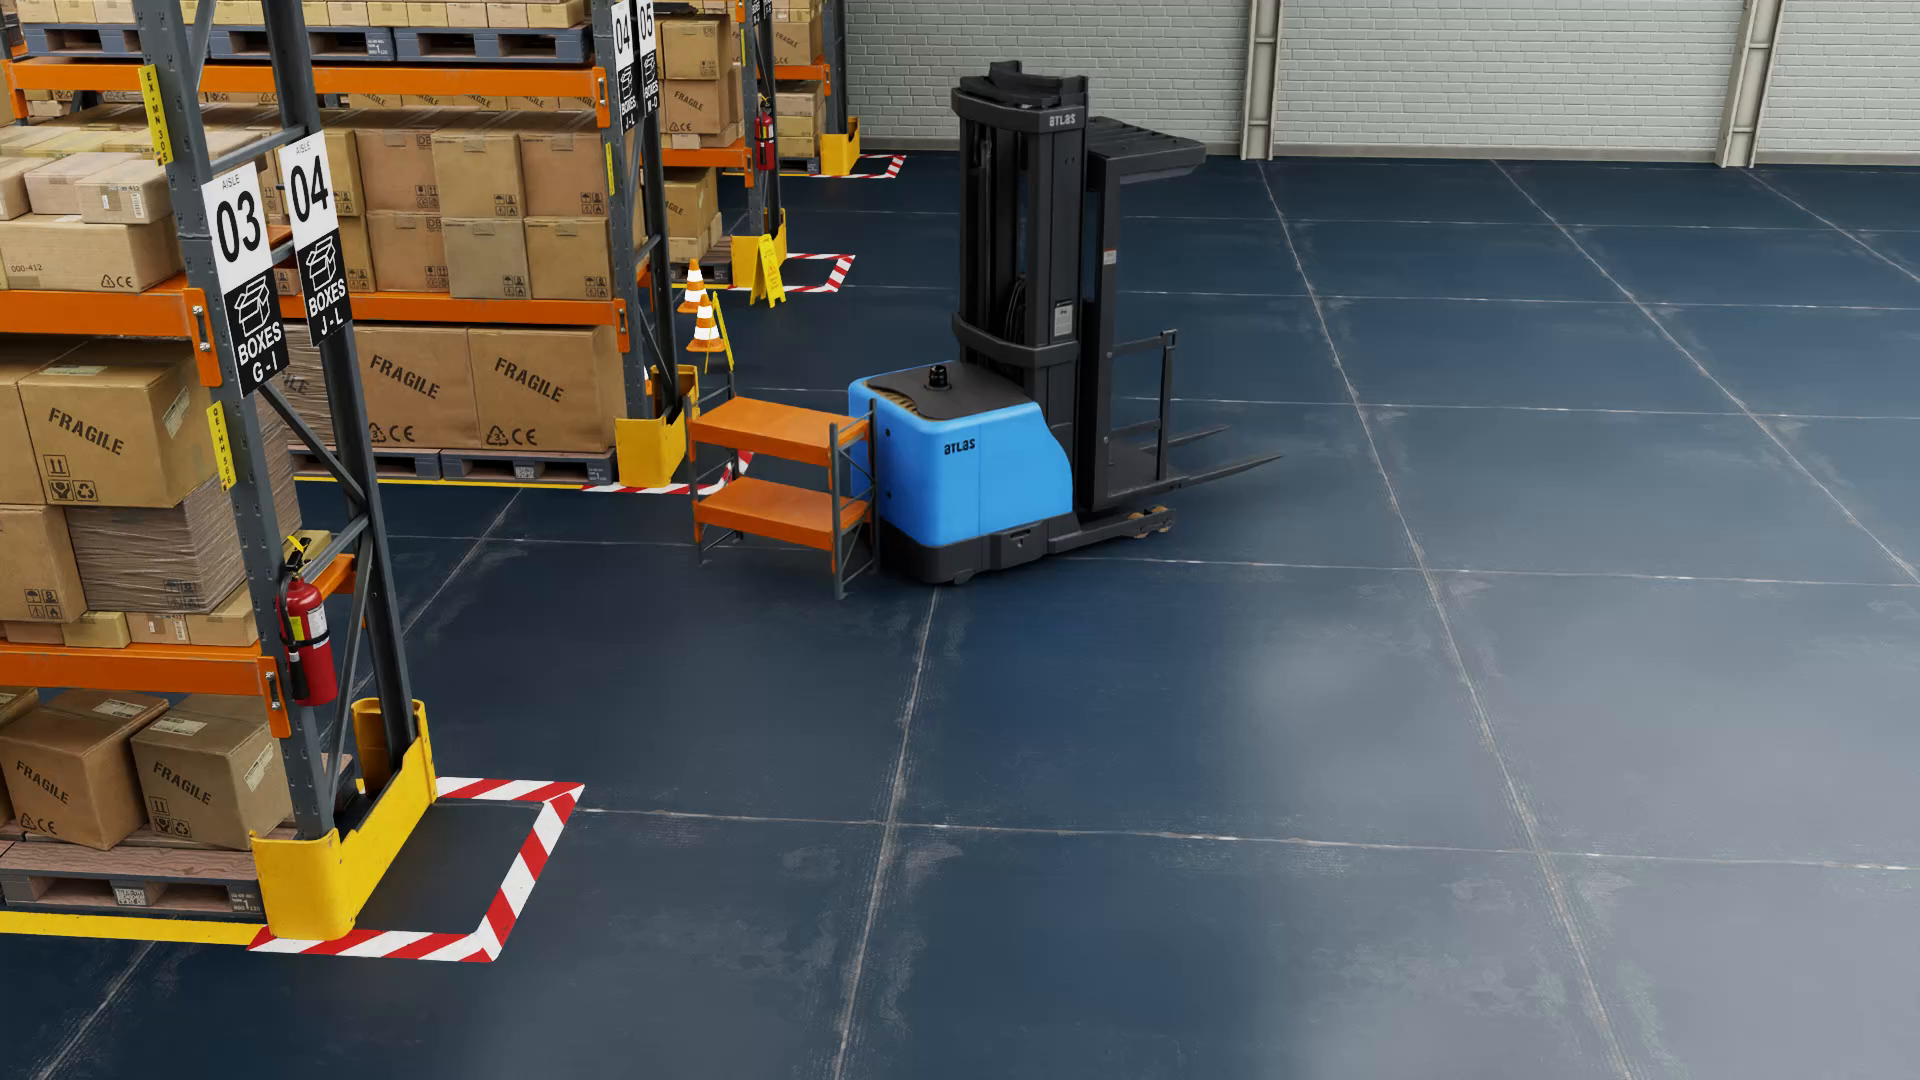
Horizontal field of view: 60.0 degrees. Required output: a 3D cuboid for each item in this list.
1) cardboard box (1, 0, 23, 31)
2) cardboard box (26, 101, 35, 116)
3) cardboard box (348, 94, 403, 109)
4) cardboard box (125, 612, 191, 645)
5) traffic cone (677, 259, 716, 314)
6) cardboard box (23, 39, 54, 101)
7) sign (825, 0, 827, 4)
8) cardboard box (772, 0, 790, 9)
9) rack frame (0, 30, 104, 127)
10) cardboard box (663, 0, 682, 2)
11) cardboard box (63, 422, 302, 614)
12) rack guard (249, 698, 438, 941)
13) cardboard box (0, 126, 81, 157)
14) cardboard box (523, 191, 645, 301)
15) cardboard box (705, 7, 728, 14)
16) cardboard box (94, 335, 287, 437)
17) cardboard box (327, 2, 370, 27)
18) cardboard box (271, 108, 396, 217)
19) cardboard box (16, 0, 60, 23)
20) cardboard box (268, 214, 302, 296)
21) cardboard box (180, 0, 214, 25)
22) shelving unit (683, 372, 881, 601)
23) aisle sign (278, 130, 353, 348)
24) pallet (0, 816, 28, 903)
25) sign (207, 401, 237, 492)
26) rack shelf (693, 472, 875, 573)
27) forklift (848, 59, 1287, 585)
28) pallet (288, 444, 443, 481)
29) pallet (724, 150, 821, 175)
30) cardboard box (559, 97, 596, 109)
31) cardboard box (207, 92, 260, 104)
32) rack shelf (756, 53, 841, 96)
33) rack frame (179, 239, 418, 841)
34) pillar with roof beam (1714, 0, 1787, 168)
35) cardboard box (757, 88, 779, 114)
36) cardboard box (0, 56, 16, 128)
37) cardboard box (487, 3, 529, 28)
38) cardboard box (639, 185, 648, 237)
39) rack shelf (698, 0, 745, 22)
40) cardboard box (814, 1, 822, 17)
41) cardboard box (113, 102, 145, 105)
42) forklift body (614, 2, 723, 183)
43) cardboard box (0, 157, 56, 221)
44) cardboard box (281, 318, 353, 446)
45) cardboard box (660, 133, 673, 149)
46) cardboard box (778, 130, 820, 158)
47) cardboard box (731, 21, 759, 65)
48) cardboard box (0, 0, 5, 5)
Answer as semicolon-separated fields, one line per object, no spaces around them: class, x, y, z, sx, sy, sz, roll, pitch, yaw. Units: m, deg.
cardboard box;-11.733;-6.576;20.830;0.500;0.500;0.700;2;25;4
cardboard box;-9.027;-4.231;16.154;0.250;0.149;0.380;0;25;1
cardboard box;-5.479;-4.215;15.847;0.500;0.500;0.500;2;25;4
cardboard box;-3.216;0.276;6.862;0.250;0.149;0.380;2;25;4
traffic cone;-2.436;-2.361;15.327;0.334;0.463;0.336;2;25;4
cardboard box;-8.934;-4.540;16.050;0.500;0.500;0.500;3;25;7
sign;-1.588;-6.514;19.649;0.005;0.325;0.100;2;25;4
cardboard box;-2.154;-6.500;20.036;0.250;0.149;0.380;2;25;4
rack frame;-6.175;-2.099;11.722;0.127;3.000;1.000;2;25;4
cardboard box;-3.435;-6.551;20.148;0.250;0.149;0.380;2;25;5
cardboard box;-3.213;-0.116;6.939;0.500;0.500;0.875;2;25;4
rack guard;-2.743;1.226;7.486;0.348;0.500;1.175;2;25;4
cardboard box;-3.702;-1.531;6.603;0.250;0.149;0.380;3;25;6
cardboard box;-2.560;-2.032;11.398;0.550;0.550;0.875;2;25;4
cardboard box;-2.927;-6.371;20.113;0.250;0.149;0.380;1;25;2
cardboard box;-3.195;-0.673;6.952;0.500;0.500;0.500;2;25;4
cardboard box;-3.811;-3.366;10.566;0.250;0.149;0.380;2;25;4
cardboard box;-4.195;-2.574;11.284;0.500;0.550;0.875;2;25;4
cardboard box;-5.838;-3.430;10.706;0.250;0.149;0.380;1;25;3
cardboard box;-4.727;-2.085;11.514;0.550;0.550;0.875;2;25;4
cardboard box;-4.823;-3.398;10.637;0.250;0.149;0.380;1;25;3
shelving unit;-1.076;-0.338;10.139;1.048;1.125;0.538;12;27;24
aisle sign;-2.582;-1.211;6.683;0.004;0.787;0.394;2;25;4
pallet;-4.763;1.277;7.723;1.213;0.211;1.003;2;25;4
sign;-2.730;-0.346;6.149;0.005;0.325;0.100;2;25;4
rack shelf;-1.076;-0.116;10.242;1.000;0.278;0.538;12;27;24
forklift;0.810;-1.510;10.526;3.031;2.935;1.130;-15;29;-29
pallet;-4.203;-0.737;12.099;1.213;0.211;1.003;2;25;4
pallet;-2.298;-4.846;21.029;1.213;0.211;1.003;2;25;4
cardboard box;-3.468;-4.155;15.717;0.500;0.500;0.500;2;25;4
cardboard box;-6.869;-4.471;15.900;0.500;0.500;0.500;2;25;4
rack shelf;-3.526;-5.843;20.721;4.000;0.370;1.077;2;25;4
rack frame;-2.667;0.093;6.959;0.127;3.000;1.000;2;25;4
pillar with roof beam;9.478;-7.051;15.308;0.400;9.000;9.100;2;25;4
cardboard box;-2.525;-5.400;20.489;0.500;0.250;0.500;2;25;5
cardboard box;-4.127;-1.837;6.492;0.500;0.500;0.500;2;25;4
cardboard box;-2.795;-3.333;10.495;0.250;0.149;0.380;2;25;4
cardboard box;-3.248;-3.252;16.118;0.500;0.500;0.500;3;25;6
rack shelf;-3.903;-5.137;15.597;4.000;0.370;1.077;2;25;4
cardboard box;-1.851;-6.565;20.533;0.250;0.149;0.380;1;25;3
cardboard box;-7.967;-4.210;16.109;0.250;0.149;0.380;3;25;6
forklift body;-3.563;-5.021;19.088;1.214;2.155;2.313;2;25;4
cardboard box;-3.500;-1.281;6.060;0.250;0.149;0.380;1;25;2
cardboard box;-4.654;-1.248;11.912;0.875;0.875;0.875;2;25;4
cardboard box;-2.813;-3.825;15.774;0.250;0.149;0.380;1;25;3
cardboard box;-2.025;-4.931;20.665;0.500;0.250;0.500;2;25;4
cardboard box;-2.560;-6.078;20.251;0.500;0.500;0.500;3;25;6
cardboard box;-6.758;-3.760;11.283;0.396;0.266;0.258;1;25;3
